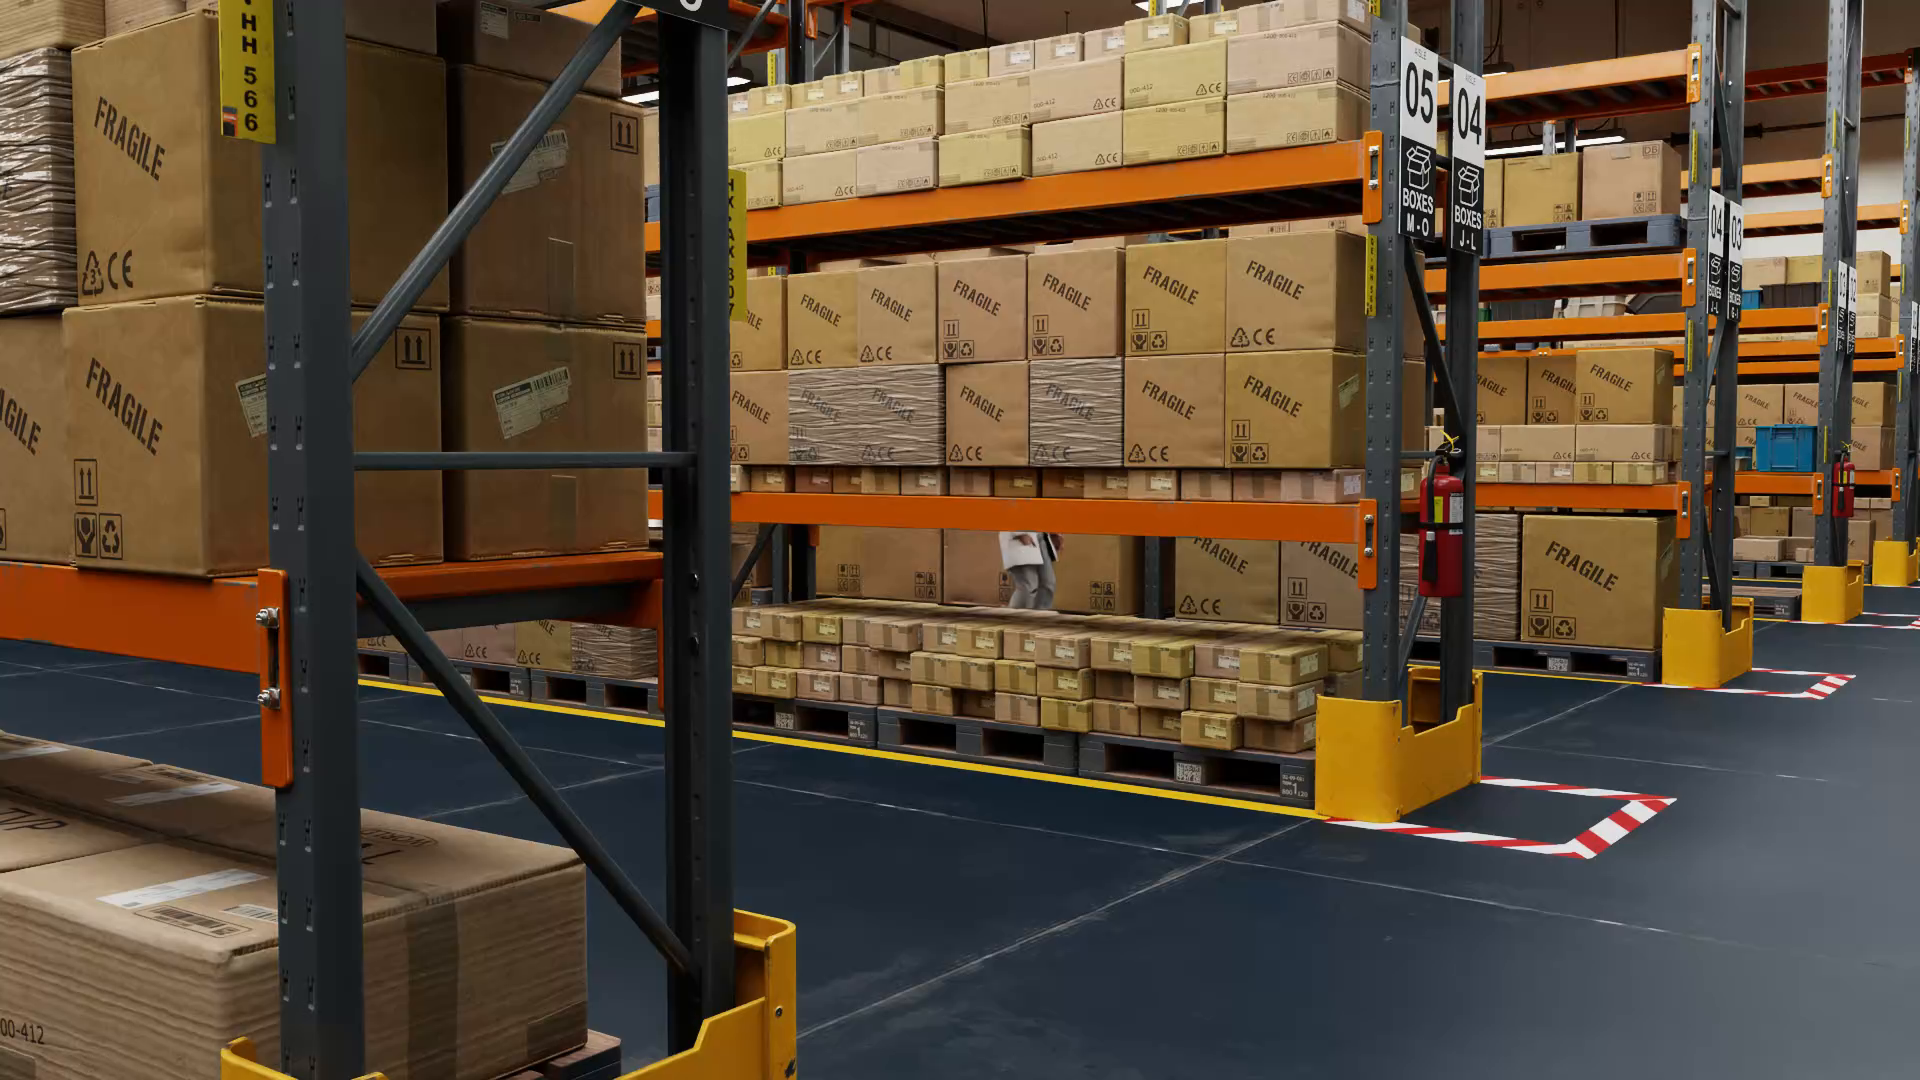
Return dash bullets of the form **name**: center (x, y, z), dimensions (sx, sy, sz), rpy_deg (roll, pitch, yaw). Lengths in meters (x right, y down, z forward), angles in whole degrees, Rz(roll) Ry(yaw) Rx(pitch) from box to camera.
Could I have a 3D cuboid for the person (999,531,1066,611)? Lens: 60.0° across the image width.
- **person**: center (0.526, -0.008, 12.519), dimensions (0.402, 1.738, 0.583), rpy_deg (2, 4, 32)
